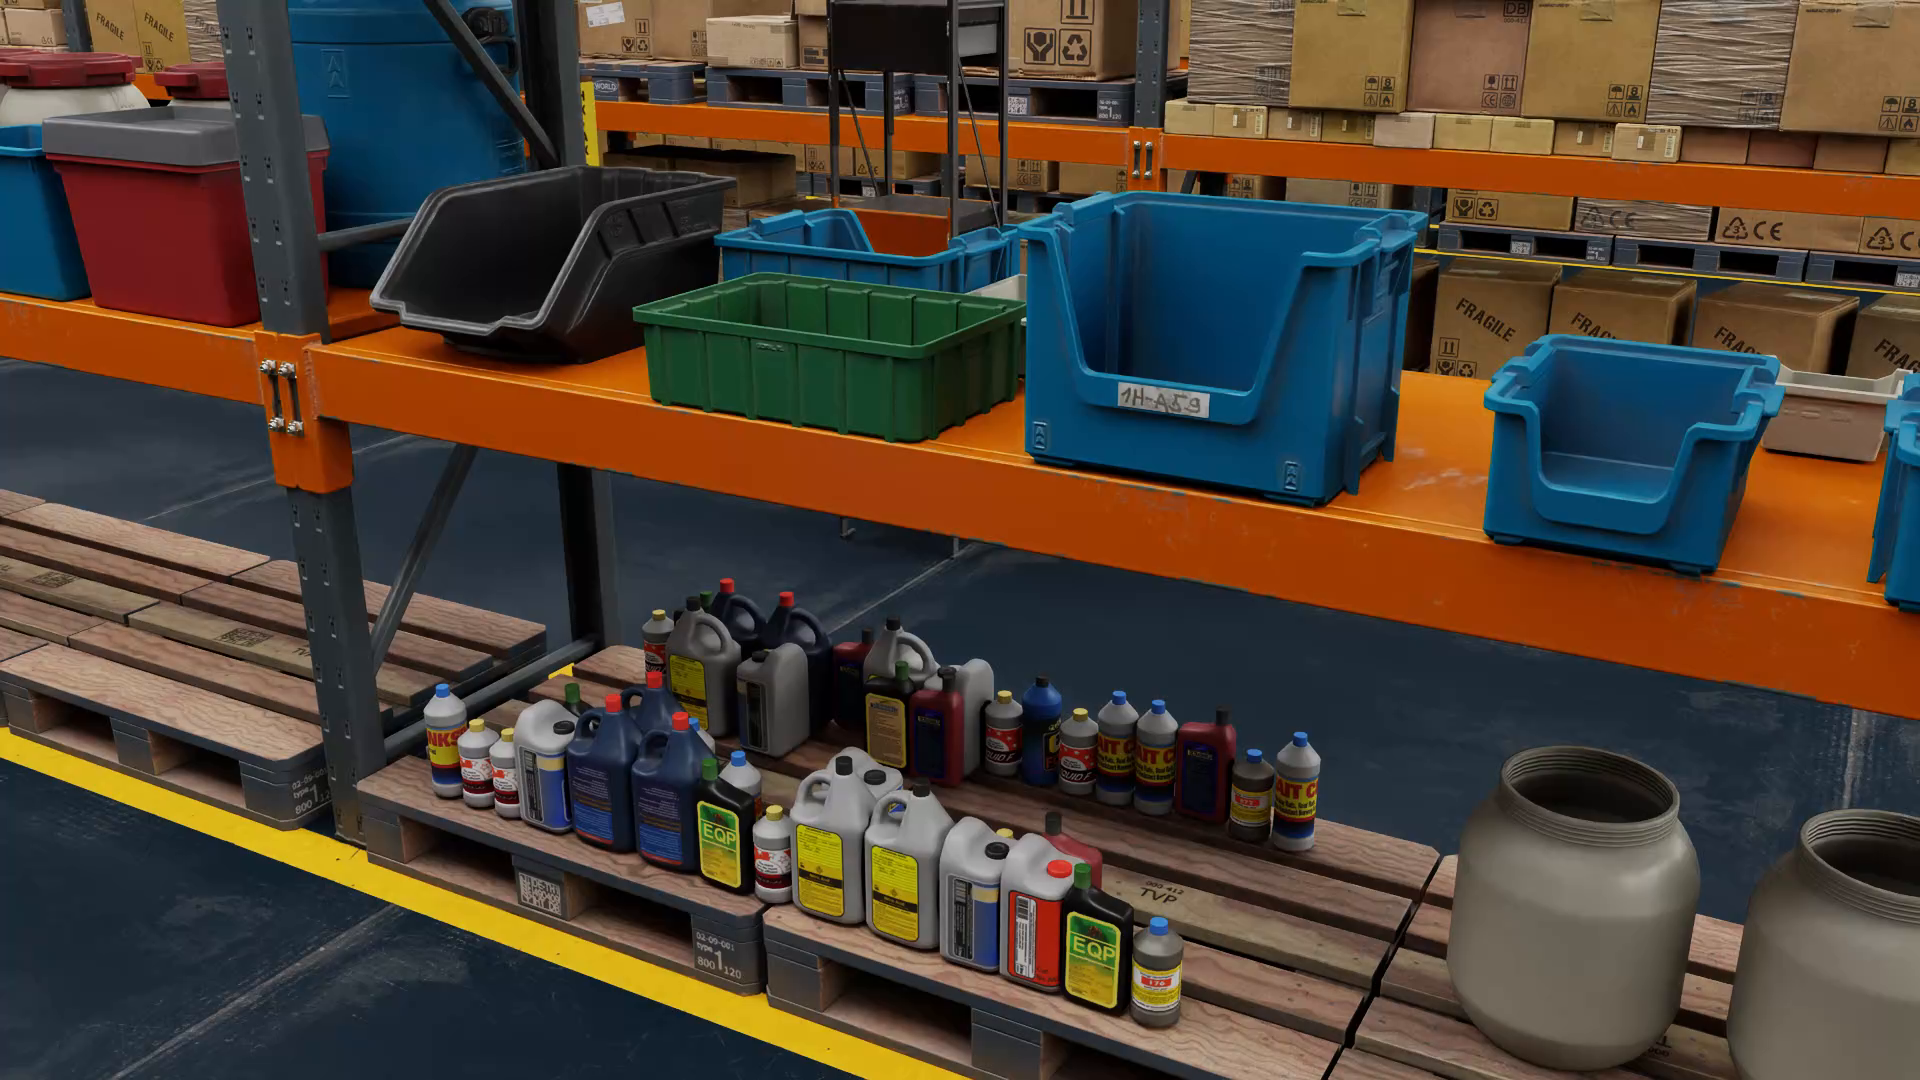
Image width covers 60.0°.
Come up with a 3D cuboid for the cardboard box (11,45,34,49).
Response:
[{"bbox_3d":[-6.519,-3.466,11.889,0.250,0.149,0.380,11,23,28],"label":"cardboard box"}]

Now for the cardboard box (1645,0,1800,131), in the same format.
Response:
[{"bbox_3d":[3.231,-2.022,6.959,0.500,0.500,0.875,11,23,27],"label":"cardboard box"}]

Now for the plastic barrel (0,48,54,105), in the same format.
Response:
[{"bbox_3d":[-3.045,-1.265,5.255,0.433,0.535,0.433,0,20,0],"label":"plastic barrel"}]

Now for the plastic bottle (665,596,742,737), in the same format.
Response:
[{"bbox_3d":[-0.666,0.320,4.325,0.185,0.351,0.144,11,23,27],"label":"plastic bottle"}]

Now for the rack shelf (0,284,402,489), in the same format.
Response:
[{"bbox_3d":[-3.045,-0.778,5.165,4.000,0.370,1.077,11,23,27],"label":"rack shelf"}]

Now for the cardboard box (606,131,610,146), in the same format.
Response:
[{"bbox_3d":[-3.522,-4.061,16.727,0.250,0.149,0.380,10,22,25],"label":"cardboard box"}]

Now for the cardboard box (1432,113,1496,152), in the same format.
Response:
[{"bbox_3d":[2.261,-1.814,7.335,0.250,0.149,0.380,11,23,27],"label":"cardboard box"}]

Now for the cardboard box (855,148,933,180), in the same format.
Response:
[{"bbox_3d":[-0.570,-3.437,14.490,0.500,0.500,0.500,11,23,27],"label":"cardboard box"}]

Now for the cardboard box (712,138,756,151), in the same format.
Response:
[{"bbox_3d":[-1.918,-3.698,15.210,0.500,0.500,0.500,11,23,28],"label":"cardboard box"}]

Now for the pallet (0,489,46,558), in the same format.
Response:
[{"bbox_3d":[-4.134,0.003,6.047,1.213,0.211,1.003,11,23,27],"label":"pallet"}]

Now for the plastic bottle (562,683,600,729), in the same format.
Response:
[{"bbox_3d":[-0.887,0.484,3.969,0.133,0.283,0.061,11,23,27],"label":"plastic bottle"}]

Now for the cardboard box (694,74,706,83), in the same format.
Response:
[{"bbox_3d":[-2.378,-4.133,15.311,0.500,0.250,0.500,11,23,29],"label":"cardboard box"}]

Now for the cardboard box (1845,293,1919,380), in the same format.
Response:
[{"bbox_3d":[4.072,-0.724,7.011,0.500,0.500,0.500,16,25,37],"label":"cardboard box"}]

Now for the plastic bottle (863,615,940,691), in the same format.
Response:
[{"bbox_3d":[-0.147,0.362,4.207,0.185,0.351,0.144,11,22,27],"label":"plastic bottle"}]

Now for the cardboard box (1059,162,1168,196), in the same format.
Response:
[{"bbox_3d":[1.384,-3.250,13.609,0.750,0.750,1.050,11,23,28],"label":"cardboard box"}]

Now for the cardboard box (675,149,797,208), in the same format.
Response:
[{"bbox_3d":[-1.308,-2.119,9.730,0.500,0.250,0.500,14,24,33],"label":"cardboard box"}]

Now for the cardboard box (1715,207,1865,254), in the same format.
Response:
[{"bbox_3d":[5.722,-2.490,11.330,0.875,0.875,0.875,10,22,26],"label":"cardboard box"}]

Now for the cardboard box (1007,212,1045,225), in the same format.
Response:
[{"bbox_3d":[0.184,-1.483,9.075,0.500,0.500,0.700,11,22,27],"label":"cardboard box"}]

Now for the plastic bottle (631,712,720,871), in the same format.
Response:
[{"bbox_3d":[-0.632,0.544,3.705,0.185,0.351,0.144,10,22,25],"label":"plastic bottle"}]

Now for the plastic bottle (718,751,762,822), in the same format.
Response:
[{"bbox_3d":[-0.485,0.595,3.682,0.097,0.271,0.097,0,20,0],"label":"plastic bottle"}]

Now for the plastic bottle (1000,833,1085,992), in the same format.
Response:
[{"bbox_3d":[0.169,0.731,3.301,0.135,0.276,0.152,11,23,28],"label":"plastic bottle"}]

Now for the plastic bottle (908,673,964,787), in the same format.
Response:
[{"bbox_3d":[-0.058,0.454,4.053,0.133,0.283,0.061,11,23,27],"label":"plastic bottle"}]

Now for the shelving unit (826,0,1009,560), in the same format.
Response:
[{"bbox_3d":[-0.145,-1.015,6.083,0.503,2.100,0.431,11,23,27],"label":"shelving unit"}]

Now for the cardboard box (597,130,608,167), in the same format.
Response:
[{"bbox_3d":[-2.968,-2.242,10.648,0.875,0.875,1.225,10,22,25],"label":"cardboard box"}]

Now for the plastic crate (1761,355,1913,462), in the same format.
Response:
[{"bbox_3d":[1.569,-0.239,3.011,0.250,0.136,0.298,11,23,27],"label":"plastic crate"}]

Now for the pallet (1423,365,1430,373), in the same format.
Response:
[{"bbox_3d":[2.789,-0.643,7.828,1.213,0.211,1.003,11,23,27],"label":"pallet"}]

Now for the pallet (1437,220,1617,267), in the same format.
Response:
[{"bbox_3d":[4.249,-2.257,12.277,1.213,0.211,1.003,11,23,27],"label":"pallet"}]

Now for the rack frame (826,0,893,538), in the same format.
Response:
[{"bbox_3d":[-0.358,-1.055,6.195,0.015,2.100,0.400,11,23,27],"label":"rack frame"}]

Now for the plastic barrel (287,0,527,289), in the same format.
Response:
[{"bbox_3d":[-1.488,-1.173,4.465,0.708,0.901,0.600,11,23,27],"label":"plastic barrel"}]

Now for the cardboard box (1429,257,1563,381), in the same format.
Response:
[{"bbox_3d":[2.530,-1.029,7.852,0.500,0.500,0.500,9,22,23],"label":"cardboard box"}]

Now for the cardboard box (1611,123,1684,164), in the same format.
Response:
[{"bbox_3d":[2.898,-1.678,6.962,0.250,0.149,0.380,11,23,27],"label":"cardboard box"}]

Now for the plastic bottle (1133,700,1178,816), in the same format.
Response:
[{"bbox_3d":[0.463,0.507,3.926,0.097,0.271,0.097,0,20,0],"label":"plastic bottle"}]

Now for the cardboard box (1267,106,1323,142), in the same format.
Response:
[{"bbox_3d":[1.601,-1.935,7.670,0.250,0.149,0.380,11,23,27],"label":"cardboard box"}]

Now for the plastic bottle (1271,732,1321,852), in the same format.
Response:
[{"bbox_3d":[0.762,0.564,3.769,0.097,0.271,0.097,0,20,0],"label":"plastic bottle"}]

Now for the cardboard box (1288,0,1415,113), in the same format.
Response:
[{"bbox_3d":[1.899,-2.258,7.607,0.500,0.500,0.875,11,23,27],"label":"cardboard box"}]

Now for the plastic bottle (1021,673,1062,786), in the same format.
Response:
[{"bbox_3d":[0.199,0.456,4.064,0.097,0.271,0.097,0,20,0],"label":"plastic bottle"}]

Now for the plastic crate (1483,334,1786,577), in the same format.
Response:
[{"bbox_3d":[1.046,-0.152,2.603,0.408,0.251,0.499,11,23,27],"label":"plastic crate"}]

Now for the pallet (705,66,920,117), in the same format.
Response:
[{"bbox_3d":[-0.627,-2.516,9.183,1.213,0.211,1.003,11,23,27],"label":"pallet"}]

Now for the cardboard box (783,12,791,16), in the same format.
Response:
[{"bbox_3d":[-0.788,-2.860,9.432,0.258,0.266,0.396,10,22,26],"label":"cardboard box"}]

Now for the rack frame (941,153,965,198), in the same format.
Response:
[{"bbox_3d":[0.132,-4.383,14.048,0.127,3.000,1.000,11,23,27],"label":"rack frame"}]

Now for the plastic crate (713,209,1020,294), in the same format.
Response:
[{"bbox_3d":[-0.200,-0.610,3.866,0.616,0.251,0.499,11,23,27],"label":"plastic crate"}]

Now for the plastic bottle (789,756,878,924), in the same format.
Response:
[{"bbox_3d":[-0.261,0.615,3.510,0.185,0.351,0.144,11,22,27],"label":"plastic bottle"}]

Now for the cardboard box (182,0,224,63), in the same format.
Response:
[{"bbox_3d":[-4.712,-3.317,10.965,0.500,0.500,0.500,10,22,26],"label":"cardboard box"}]

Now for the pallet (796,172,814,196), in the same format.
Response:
[{"bbox_3d":[-1.611,-3.405,15.443,1.213,0.211,1.003,11,23,27],"label":"pallet"}]

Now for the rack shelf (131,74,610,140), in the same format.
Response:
[{"bbox_3d":[-4.121,-2.917,11.063,4.000,0.370,1.077,11,23,27],"label":"rack shelf"}]

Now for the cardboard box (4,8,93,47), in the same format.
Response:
[{"bbox_3d":[-6.381,-3.653,11.820,0.500,0.250,0.500,10,22,26],"label":"cardboard box"}]

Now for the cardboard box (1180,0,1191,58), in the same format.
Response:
[{"bbox_3d":[1.711,-4.023,12.911,0.500,0.500,0.500,11,22,27],"label":"cardboard box"}]

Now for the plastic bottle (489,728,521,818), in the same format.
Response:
[{"bbox_3d":[-1.057,0.543,3.928,0.097,0.201,0.097,0,20,0],"label":"plastic bottle"}]

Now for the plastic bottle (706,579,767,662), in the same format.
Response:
[{"bbox_3d":[-0.596,0.277,4.443,0.185,0.351,0.144,10,22,26],"label":"plastic bottle"}]

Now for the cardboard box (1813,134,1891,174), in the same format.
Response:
[{"bbox_3d":[3.587,-1.574,6.675,0.250,0.149,0.380,11,23,27],"label":"cardboard box"}]

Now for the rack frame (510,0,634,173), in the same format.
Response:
[{"bbox_3d":[-2.375,-2.923,10.024,0.127,3.000,1.000,11,23,27],"label":"rack frame"}]

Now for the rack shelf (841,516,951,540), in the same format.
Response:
[{"bbox_3d":[-0.145,-0.344,6.326,0.480,0.518,0.431,11,23,27],"label":"rack shelf"}]

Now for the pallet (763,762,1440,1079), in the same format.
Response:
[{"bbox_3d":[0.336,0.854,3.700,1.213,0.211,1.003,11,23,27],"label":"pallet"}]

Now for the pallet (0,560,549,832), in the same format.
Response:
[{"bbox_3d":[-2.003,0.409,4.929,1.213,0.211,1.003,11,23,27],"label":"pallet"}]

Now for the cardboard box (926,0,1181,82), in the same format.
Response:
[{"bbox_3d":[0.491,-2.911,8.495,1.000,1.000,1.000,11,23,28],"label":"cardboard box"}]
